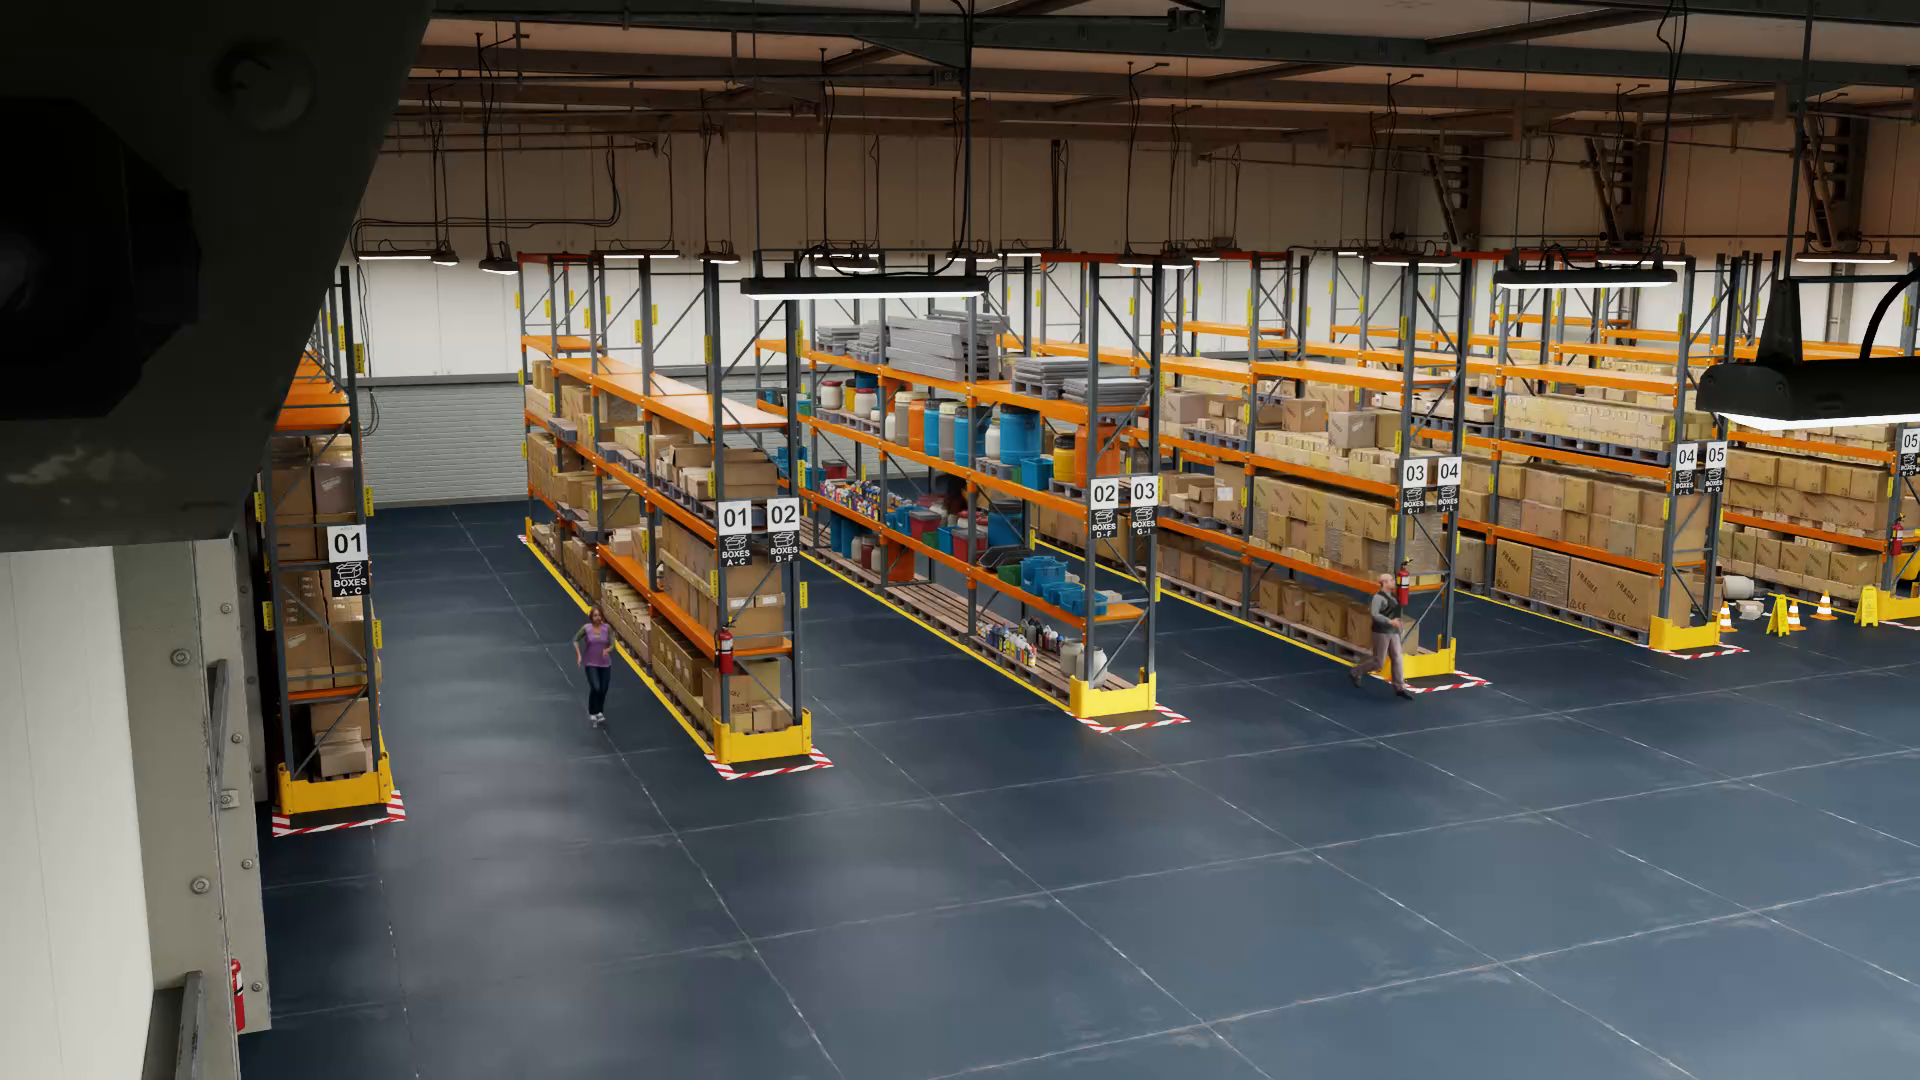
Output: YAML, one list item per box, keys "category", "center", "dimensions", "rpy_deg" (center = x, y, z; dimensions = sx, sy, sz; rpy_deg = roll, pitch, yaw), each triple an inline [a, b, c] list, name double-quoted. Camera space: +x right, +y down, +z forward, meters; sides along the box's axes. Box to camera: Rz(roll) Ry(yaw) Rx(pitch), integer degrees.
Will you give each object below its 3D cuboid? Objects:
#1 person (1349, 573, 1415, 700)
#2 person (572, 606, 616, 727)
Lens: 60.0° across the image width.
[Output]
- category: "person"
  center: [5.923, 1.309, 23.047]
  dimensions: [0.978, 1.697, 0.702]
  rpy_deg: [9, 13, 39]
- category: "person"
  center: [-4.714, 1.645, 21.592]
  dimensions: [0.508, 1.587, 0.657]
  rpy_deg: [-5, 12, -26]
